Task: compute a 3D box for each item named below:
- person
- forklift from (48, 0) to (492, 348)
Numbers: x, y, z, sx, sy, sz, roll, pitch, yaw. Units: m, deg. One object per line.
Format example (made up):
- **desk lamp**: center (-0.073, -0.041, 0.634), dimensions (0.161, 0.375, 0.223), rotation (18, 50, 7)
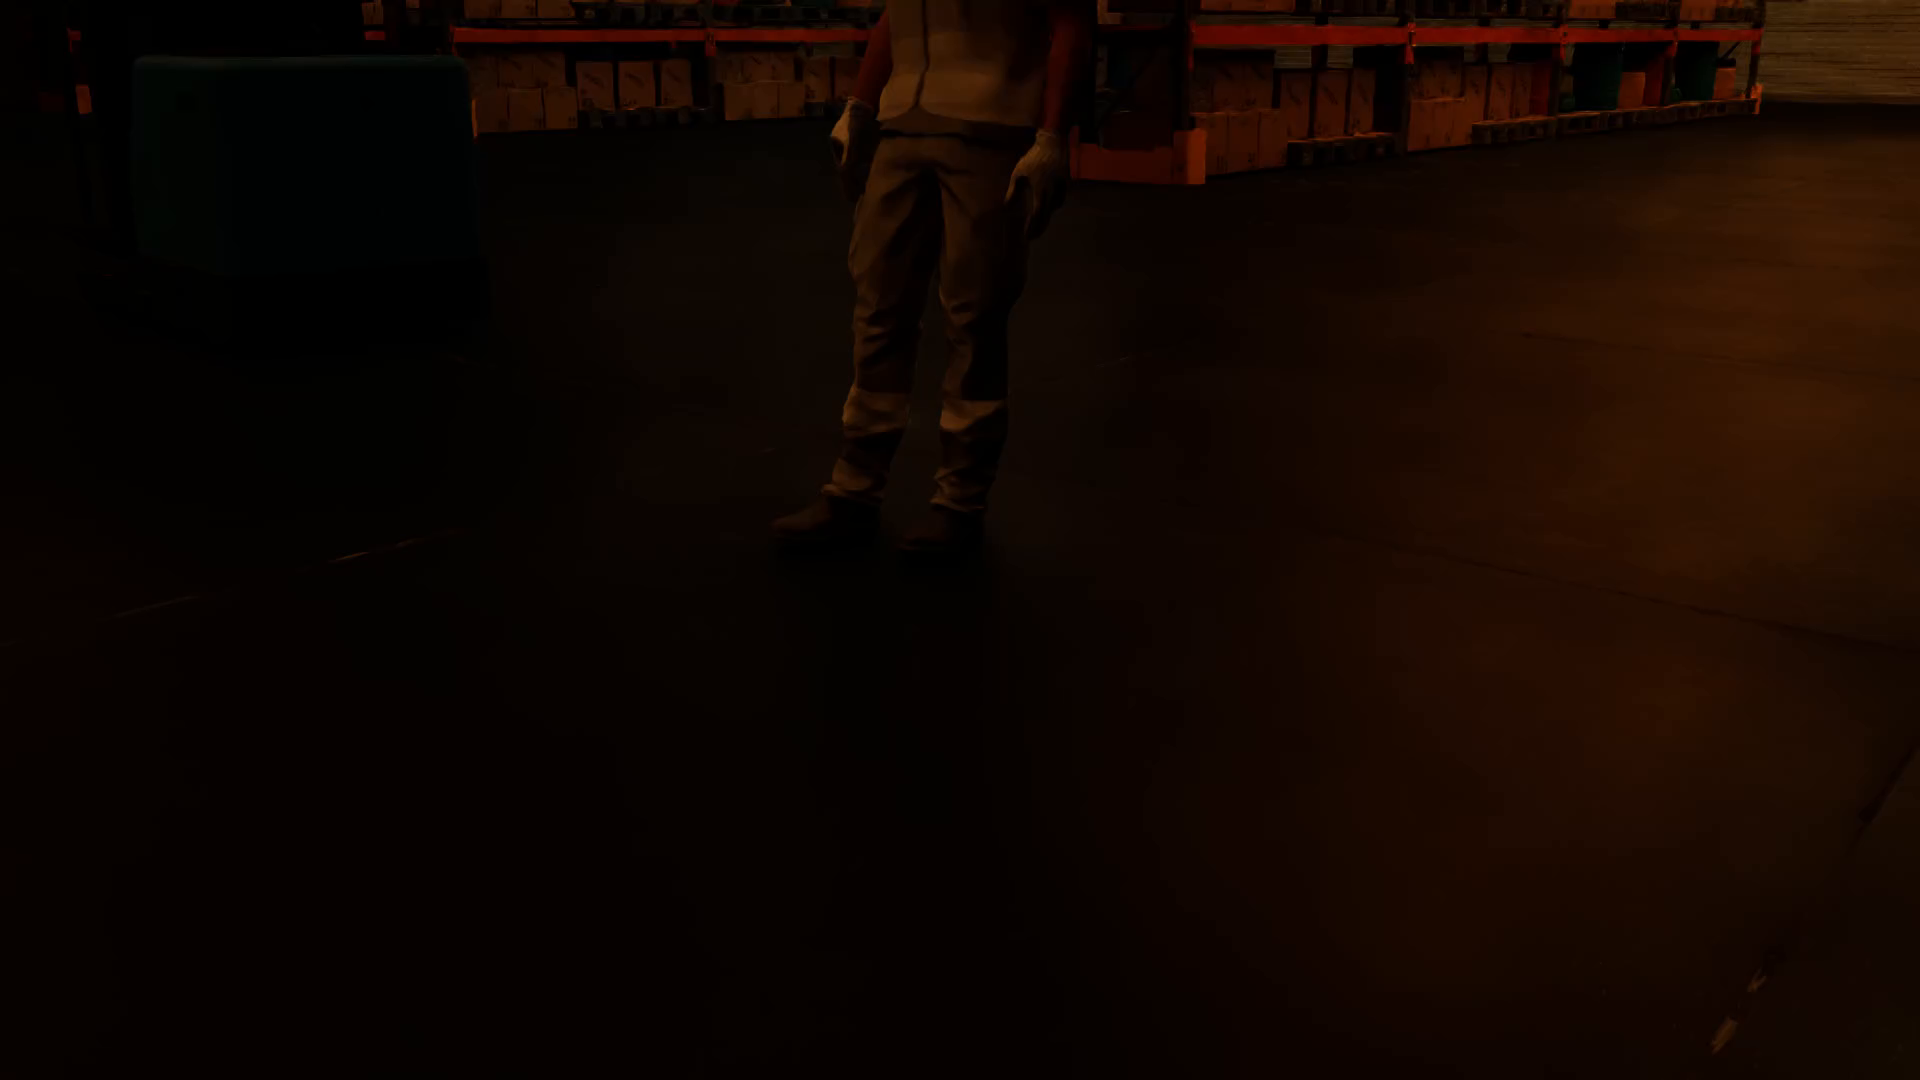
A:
- **person**: center (-0.060, -0.847, 3.627), dimensions (0.637, 1.787, 0.563), rotation (13, 21, 37)
- **forklift**: center (-3.248, -2.475, 7.050), dimensions (1.130, 2.935, 3.031), rotation (-15, 22, -40)
